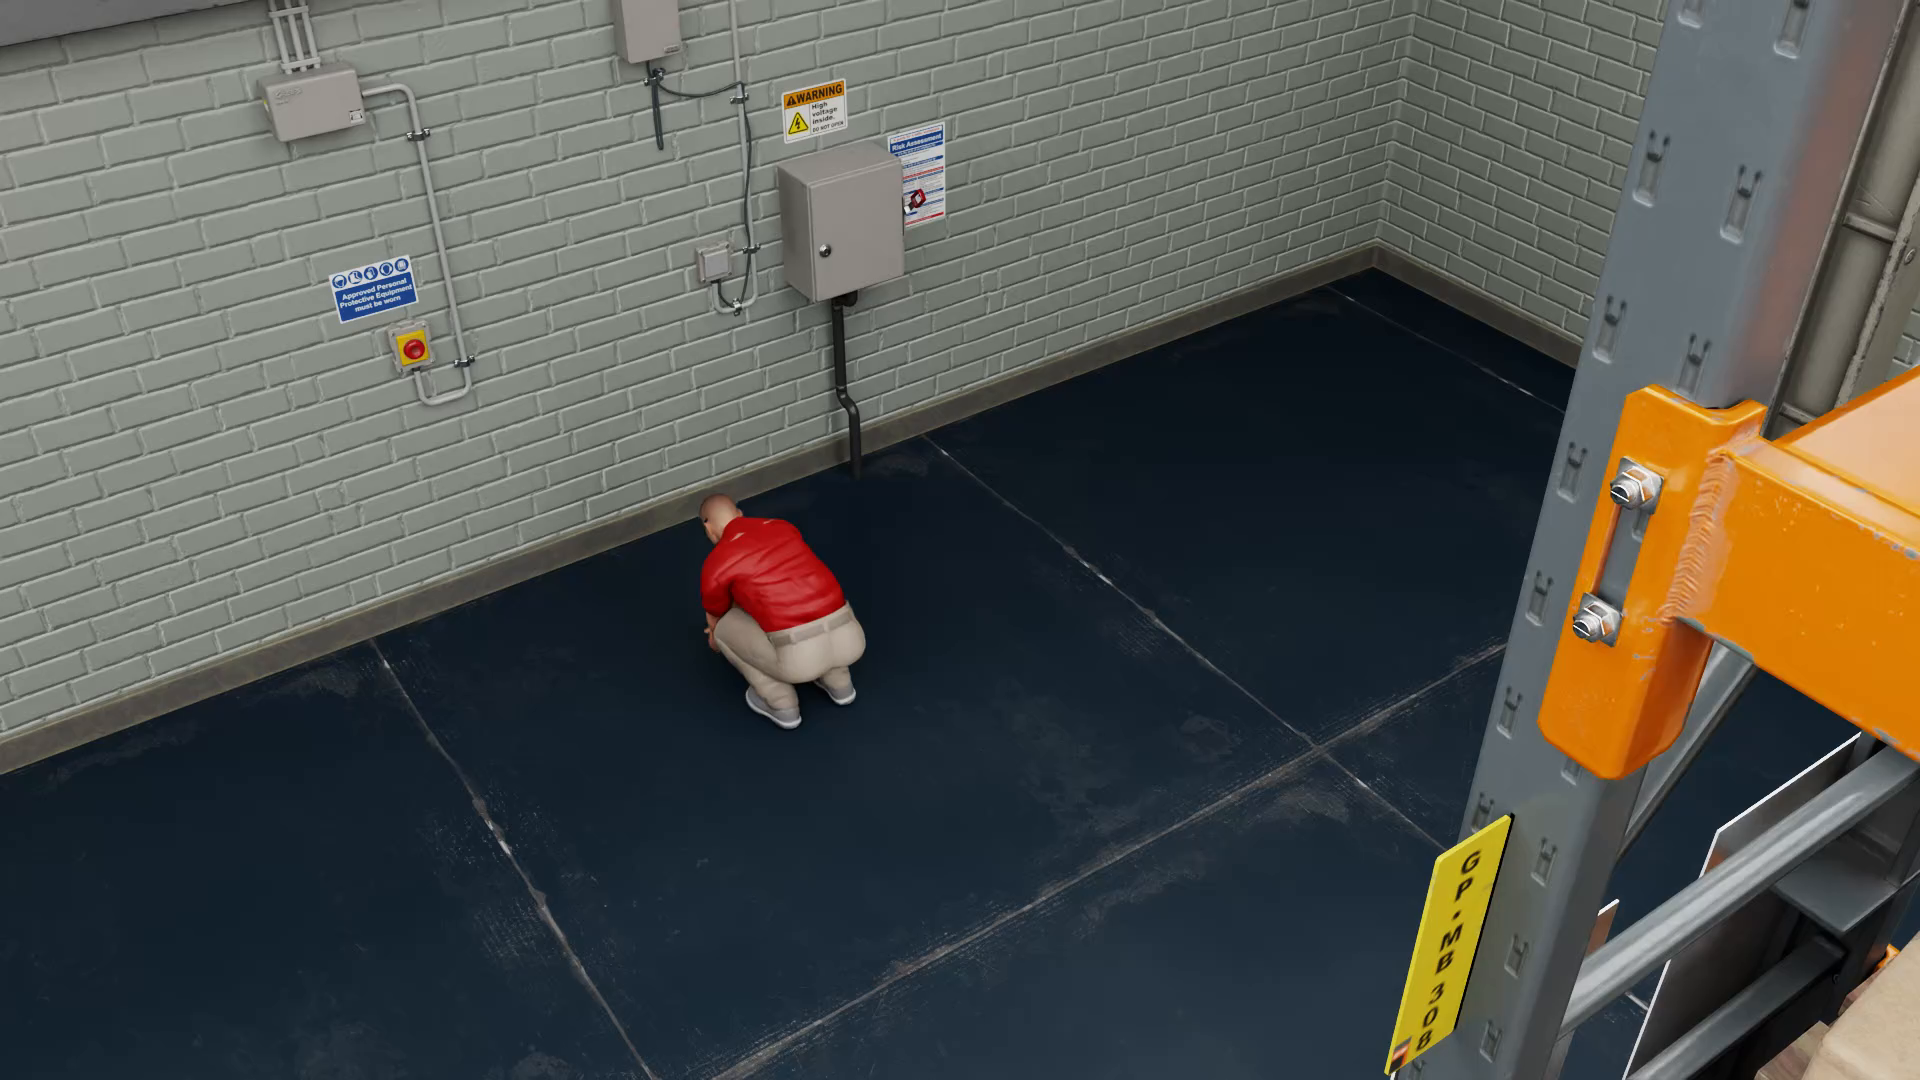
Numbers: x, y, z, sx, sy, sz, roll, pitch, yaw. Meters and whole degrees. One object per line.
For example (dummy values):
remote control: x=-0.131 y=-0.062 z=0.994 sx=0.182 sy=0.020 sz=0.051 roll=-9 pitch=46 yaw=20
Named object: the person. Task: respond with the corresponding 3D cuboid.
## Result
person: x=-0.779 y=0.311 z=7.078 sx=0.545 sy=0.852 sz=0.883 roll=-23 pitch=42 yaw=-28
